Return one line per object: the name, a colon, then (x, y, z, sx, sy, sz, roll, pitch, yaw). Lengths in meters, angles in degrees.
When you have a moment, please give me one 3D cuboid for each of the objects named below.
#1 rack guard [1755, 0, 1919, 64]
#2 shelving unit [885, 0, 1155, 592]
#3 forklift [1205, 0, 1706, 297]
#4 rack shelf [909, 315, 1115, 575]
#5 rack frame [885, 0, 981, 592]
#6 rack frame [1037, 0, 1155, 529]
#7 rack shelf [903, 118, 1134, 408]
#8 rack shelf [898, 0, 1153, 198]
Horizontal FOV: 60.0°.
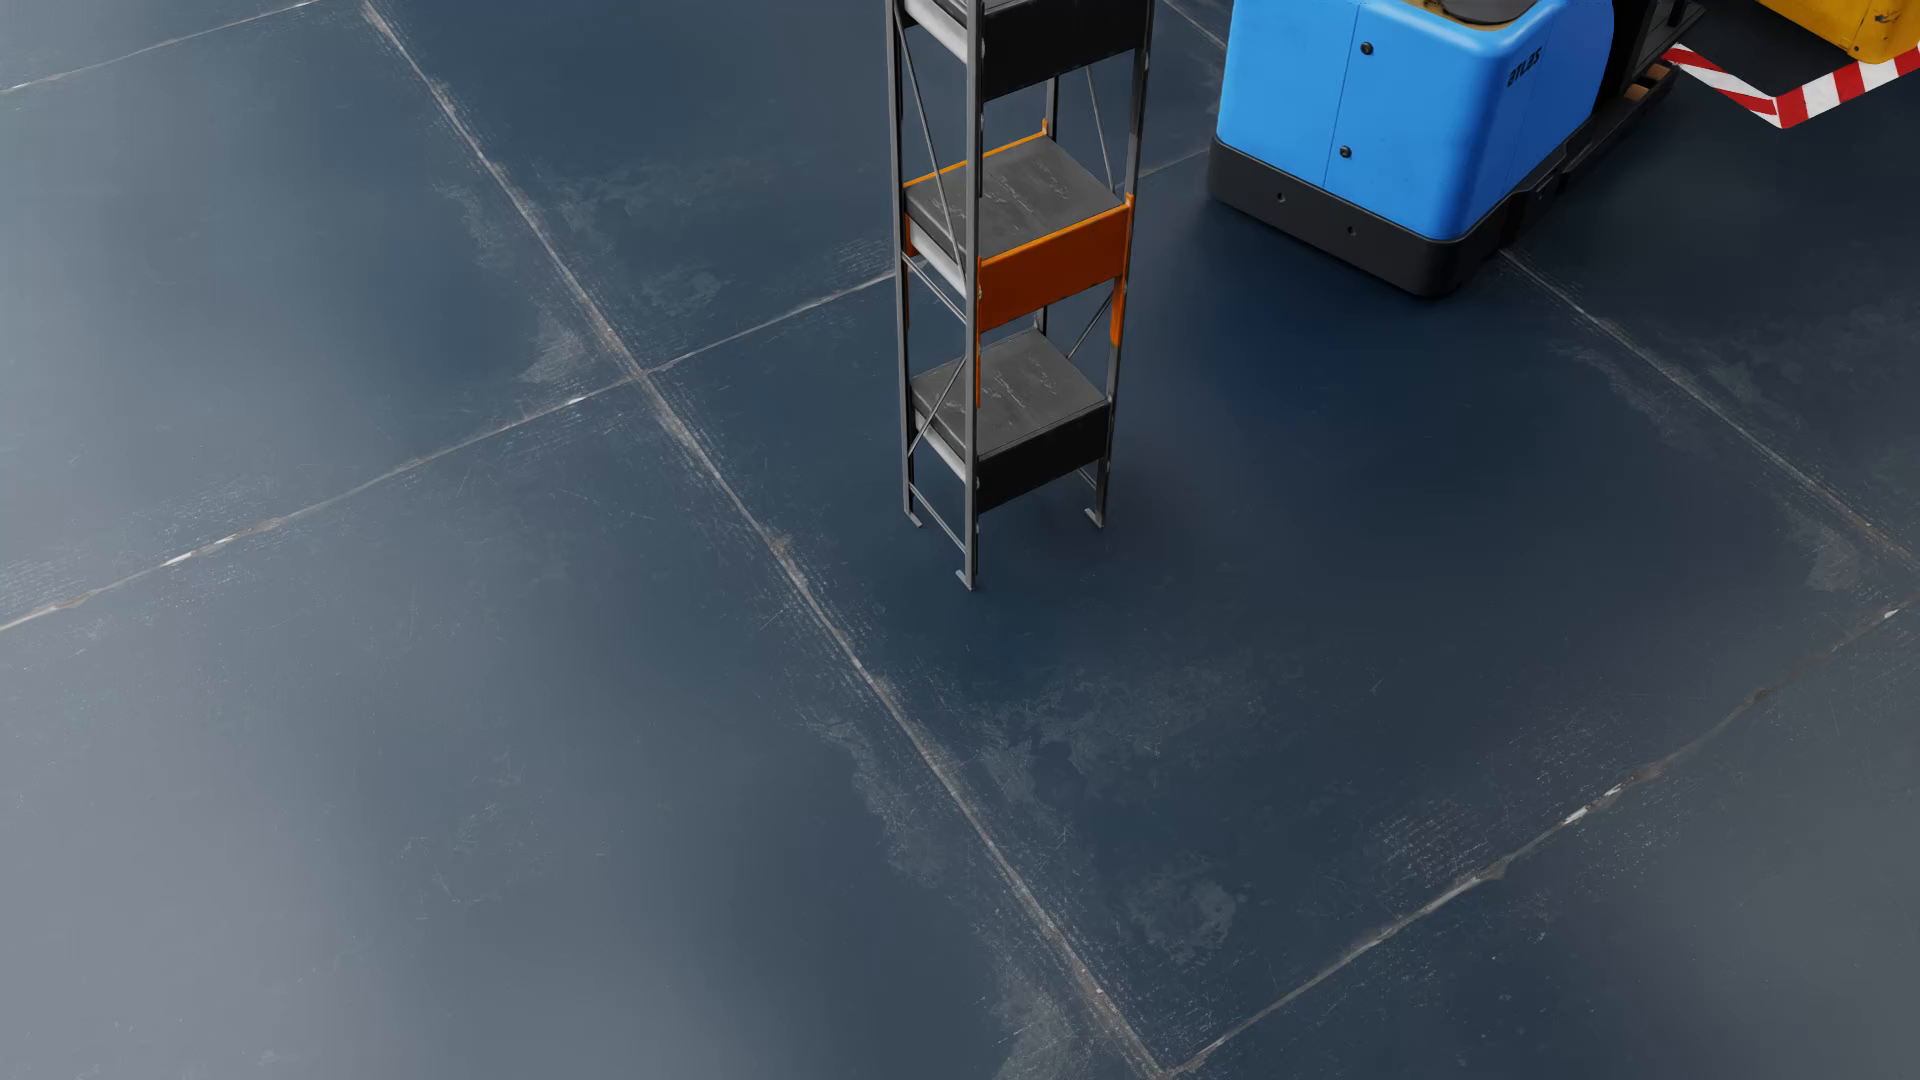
rack guard: (3.687, -2.600, 7.231, 0.348, 0.500, 1.175, -25, 53, -21)
shelving unit: (0.140, -0.764, 4.525, 0.503, 2.100, 0.431, -25, 53, -21)
forklift: (2.282, -2.871, 5.844, 1.130, 2.935, 3.031, 33, 56, 26)
rack shelf: (0.140, -0.290, 5.058, 0.480, 0.518, 0.431, -25, 53, -21)
rack frame: (-0.066, -0.667, 4.438, 0.015, 2.100, 0.400, -25, 53, -21)
rack frame: (0.346, -0.861, 4.611, 0.015, 2.100, 0.400, -25, 53, -21)
rack shelf: (0.140, -0.755, 4.535, 0.480, 0.518, 0.431, -25, 53, -21)
rack shelf: (0.140, -1.221, 4.012, 0.480, 0.518, 0.431, -25, 53, -21)
